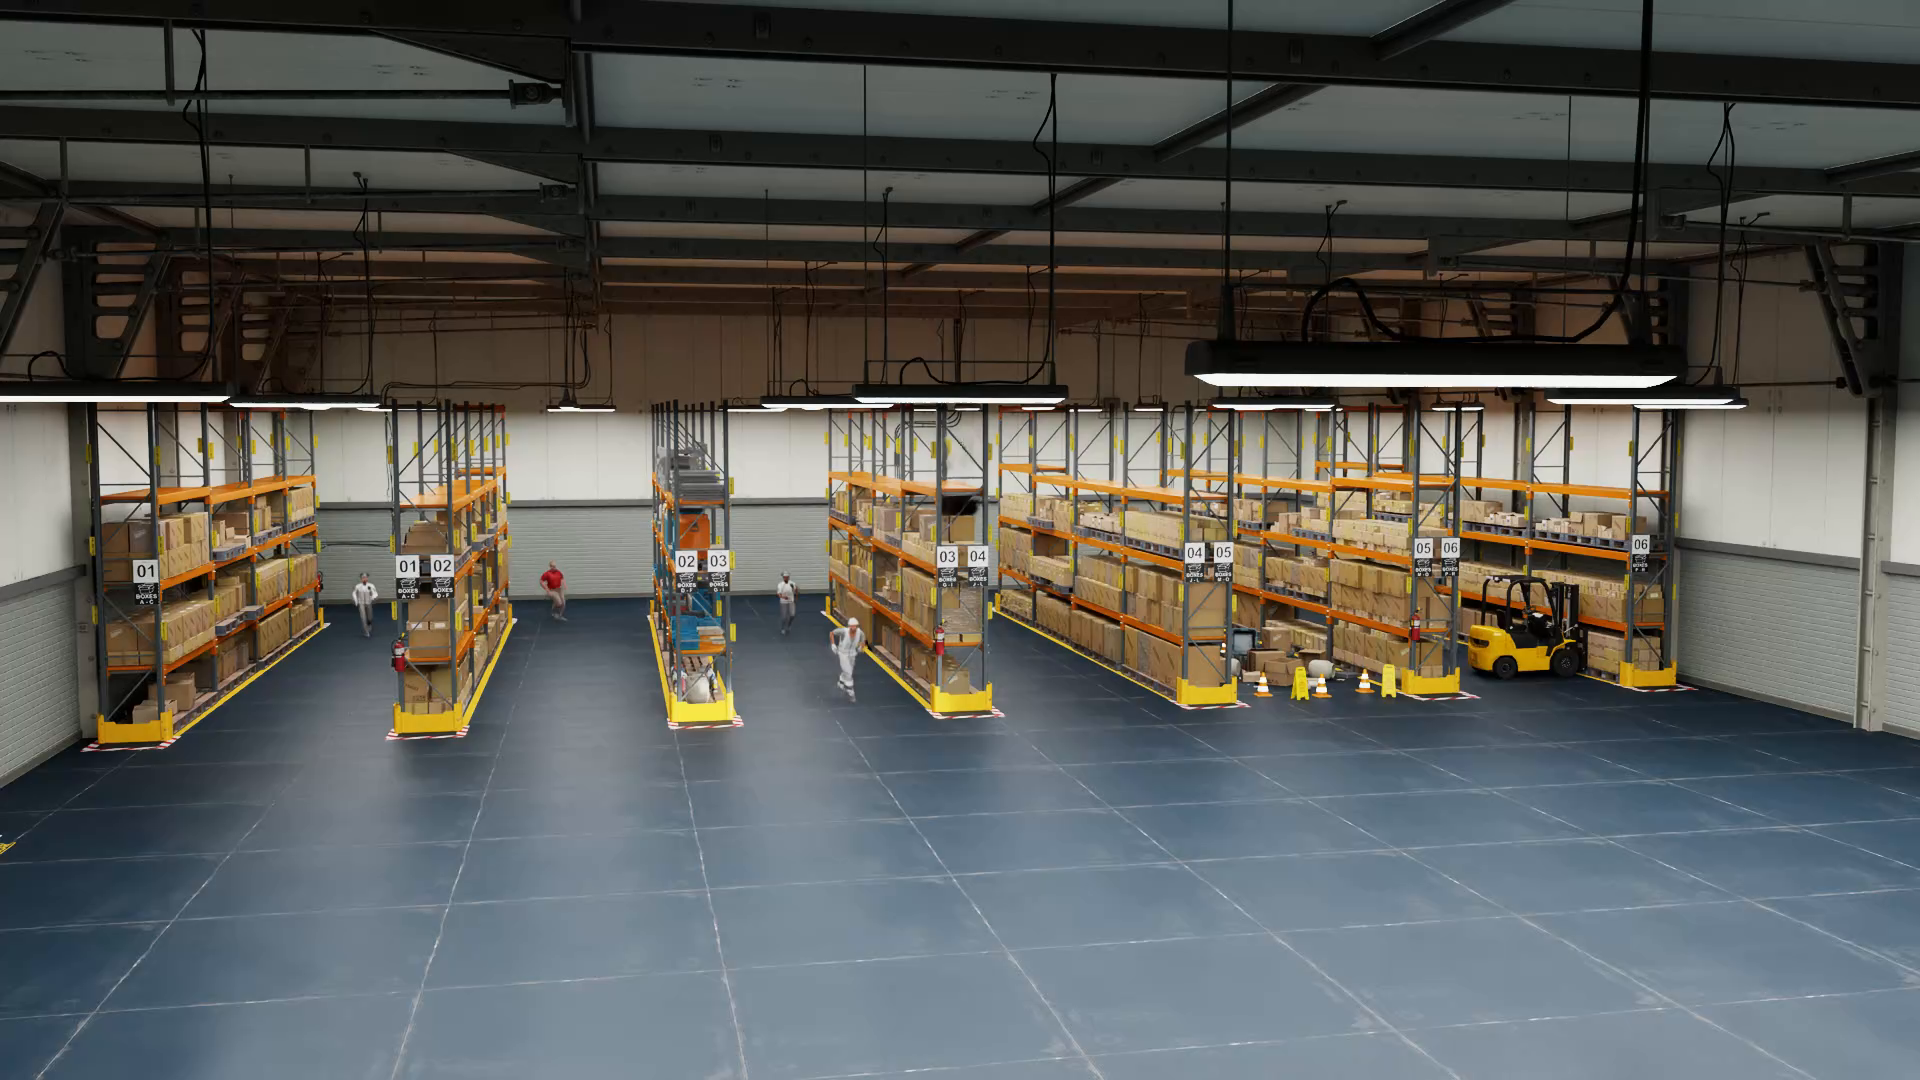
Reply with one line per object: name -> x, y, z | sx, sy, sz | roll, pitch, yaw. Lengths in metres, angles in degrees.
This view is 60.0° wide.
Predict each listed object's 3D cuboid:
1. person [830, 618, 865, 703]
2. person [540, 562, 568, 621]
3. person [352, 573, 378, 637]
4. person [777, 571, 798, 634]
person -> -2.285, 2.385, 33.428 | 0.706, 1.731, 1.055 | -2, 5, -24
person -> -11.177, 1.430, 45.979 | 0.518, 1.663, 0.719 | 3, 5, 38
person -> -15.345, 1.663, 42.898 | 0.613, 1.653, 0.636 | -2, 5, -20
person -> -4.463, 1.632, 43.199 | 0.593, 1.655, 0.763 | -1, 4, -16
